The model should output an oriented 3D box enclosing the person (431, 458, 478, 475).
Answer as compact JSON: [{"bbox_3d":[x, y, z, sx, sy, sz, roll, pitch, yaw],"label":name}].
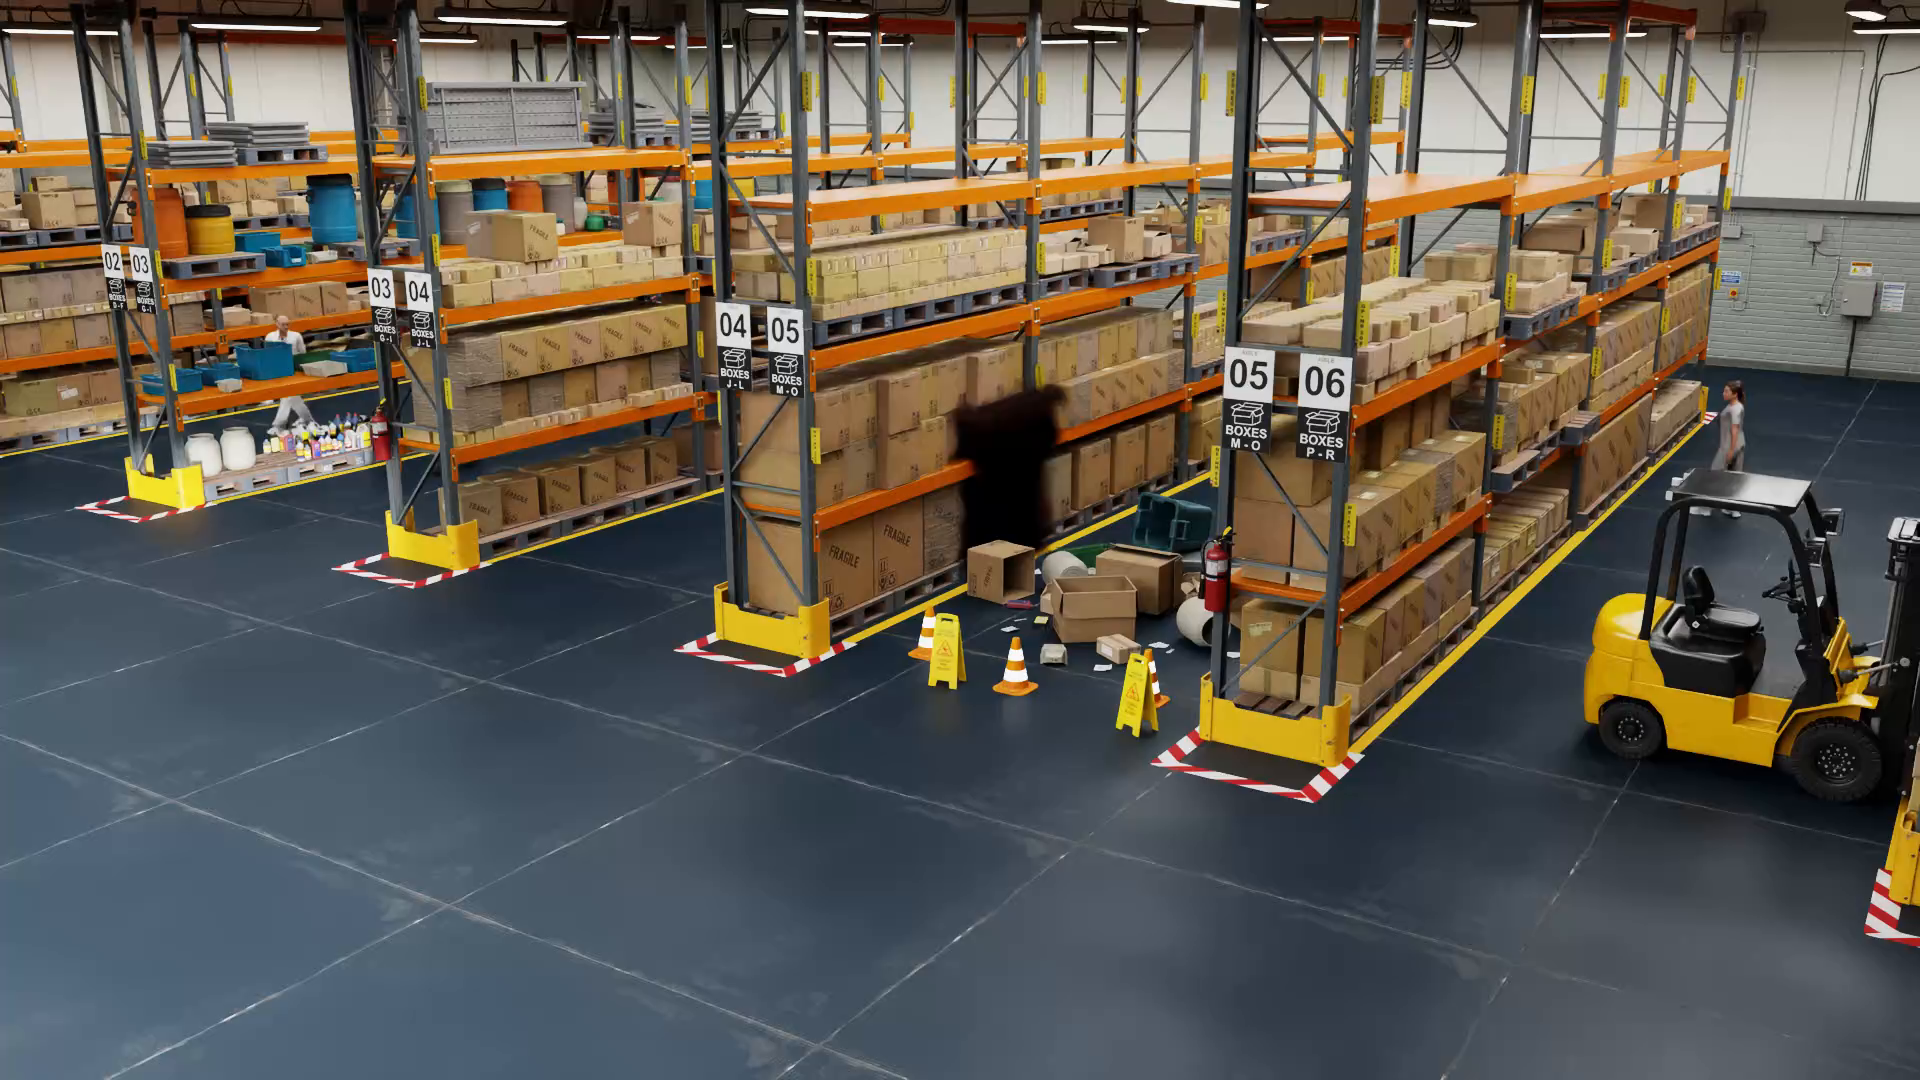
[{"bbox_3d":[-6.922,-1.796,22.450,0.461,1.684,0.900,10,19,32],"label":"person"}]

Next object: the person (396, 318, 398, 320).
[{"bbox_3d":[-10.853,-4.303,31.712,0.372,1.608,0.420,10,19,32],"label":"person"}]

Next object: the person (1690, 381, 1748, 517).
[{"bbox_3d":[9.249,-1.112,20.166,0.611,1.645,0.499,13,20,40],"label":"person"}]

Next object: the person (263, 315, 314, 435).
[{"bbox_3d":[-10.116,-2.488,24.817,0.511,1.720,1.091,7,17,23],"label":"person"}]
